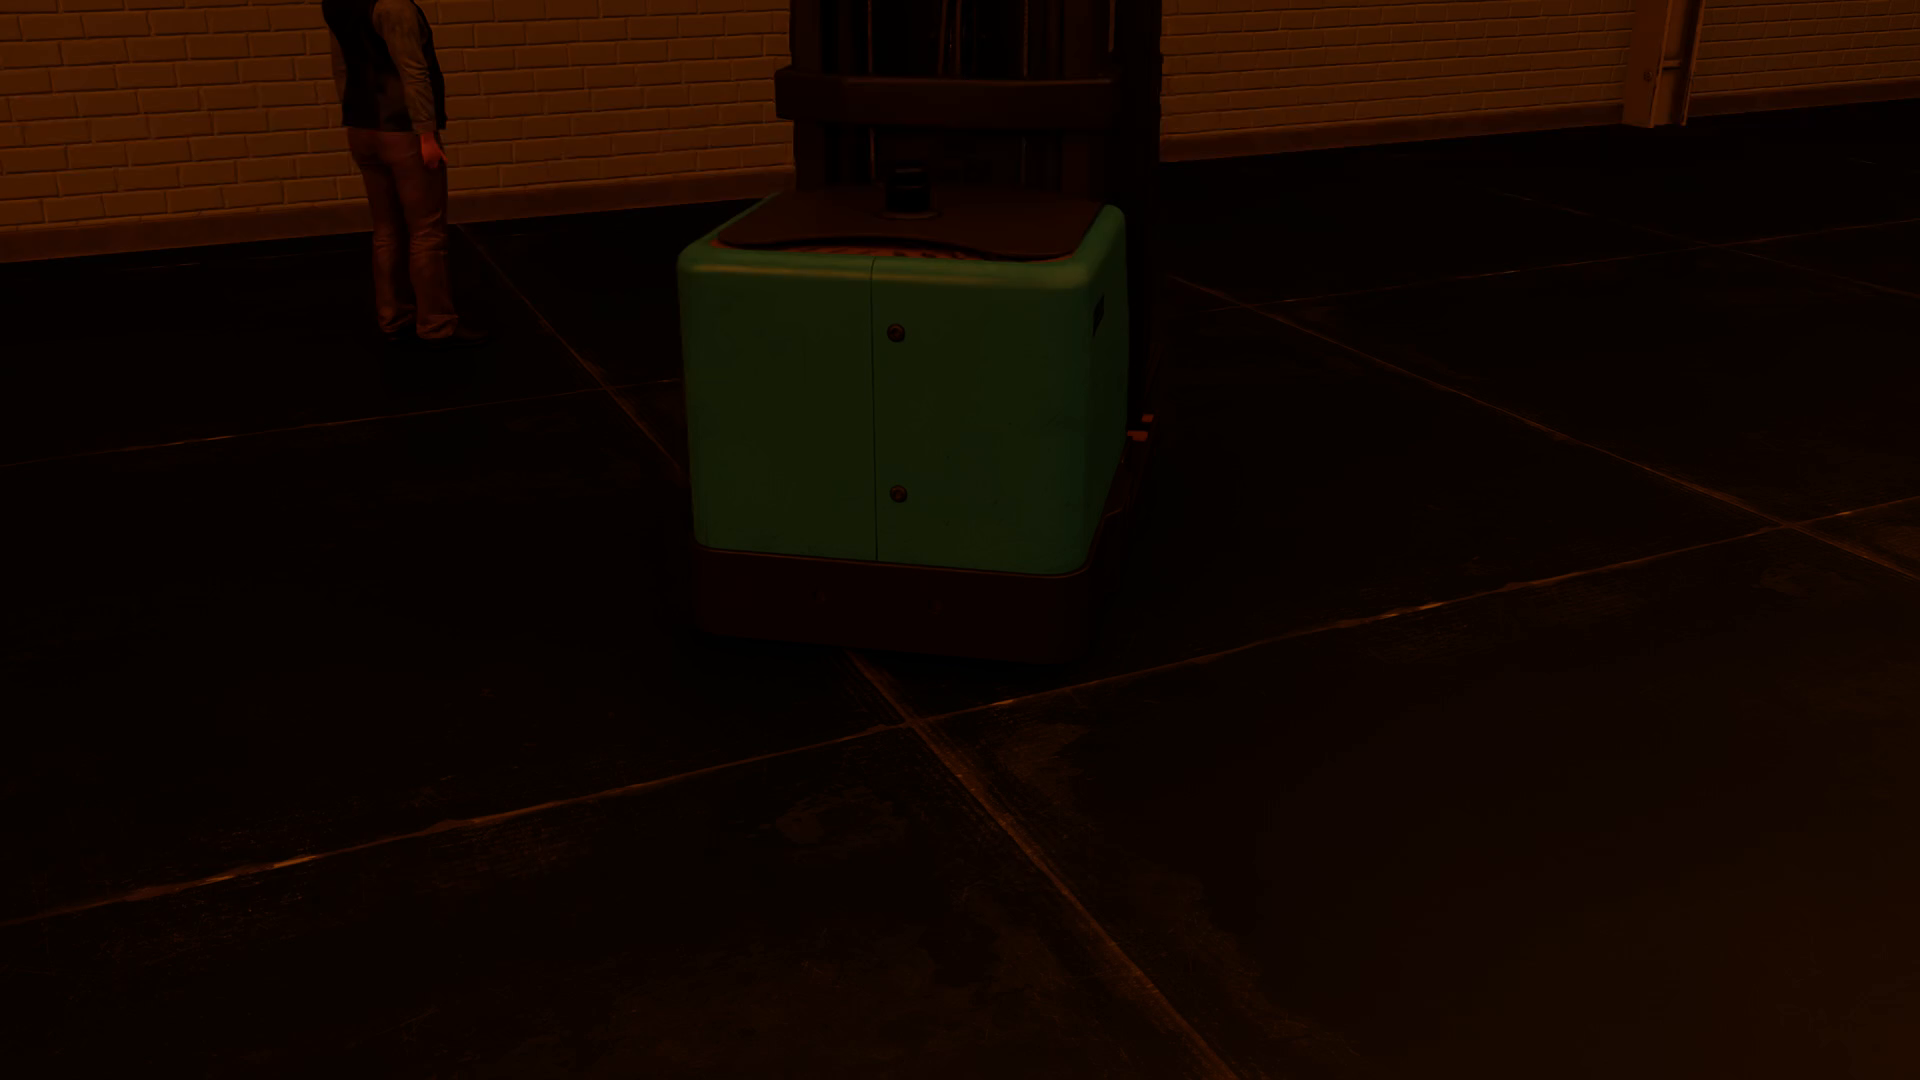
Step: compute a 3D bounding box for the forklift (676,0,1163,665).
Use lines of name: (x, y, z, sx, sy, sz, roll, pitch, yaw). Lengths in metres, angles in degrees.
forklift: (0.088, -1.576, 5.079, 1.130, 2.935, 3.031, 4, 23, 10)

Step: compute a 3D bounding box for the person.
person: (-2.304, -1.651, 6.840, 0.525, 1.725, 0.372, 15, 27, 32)
